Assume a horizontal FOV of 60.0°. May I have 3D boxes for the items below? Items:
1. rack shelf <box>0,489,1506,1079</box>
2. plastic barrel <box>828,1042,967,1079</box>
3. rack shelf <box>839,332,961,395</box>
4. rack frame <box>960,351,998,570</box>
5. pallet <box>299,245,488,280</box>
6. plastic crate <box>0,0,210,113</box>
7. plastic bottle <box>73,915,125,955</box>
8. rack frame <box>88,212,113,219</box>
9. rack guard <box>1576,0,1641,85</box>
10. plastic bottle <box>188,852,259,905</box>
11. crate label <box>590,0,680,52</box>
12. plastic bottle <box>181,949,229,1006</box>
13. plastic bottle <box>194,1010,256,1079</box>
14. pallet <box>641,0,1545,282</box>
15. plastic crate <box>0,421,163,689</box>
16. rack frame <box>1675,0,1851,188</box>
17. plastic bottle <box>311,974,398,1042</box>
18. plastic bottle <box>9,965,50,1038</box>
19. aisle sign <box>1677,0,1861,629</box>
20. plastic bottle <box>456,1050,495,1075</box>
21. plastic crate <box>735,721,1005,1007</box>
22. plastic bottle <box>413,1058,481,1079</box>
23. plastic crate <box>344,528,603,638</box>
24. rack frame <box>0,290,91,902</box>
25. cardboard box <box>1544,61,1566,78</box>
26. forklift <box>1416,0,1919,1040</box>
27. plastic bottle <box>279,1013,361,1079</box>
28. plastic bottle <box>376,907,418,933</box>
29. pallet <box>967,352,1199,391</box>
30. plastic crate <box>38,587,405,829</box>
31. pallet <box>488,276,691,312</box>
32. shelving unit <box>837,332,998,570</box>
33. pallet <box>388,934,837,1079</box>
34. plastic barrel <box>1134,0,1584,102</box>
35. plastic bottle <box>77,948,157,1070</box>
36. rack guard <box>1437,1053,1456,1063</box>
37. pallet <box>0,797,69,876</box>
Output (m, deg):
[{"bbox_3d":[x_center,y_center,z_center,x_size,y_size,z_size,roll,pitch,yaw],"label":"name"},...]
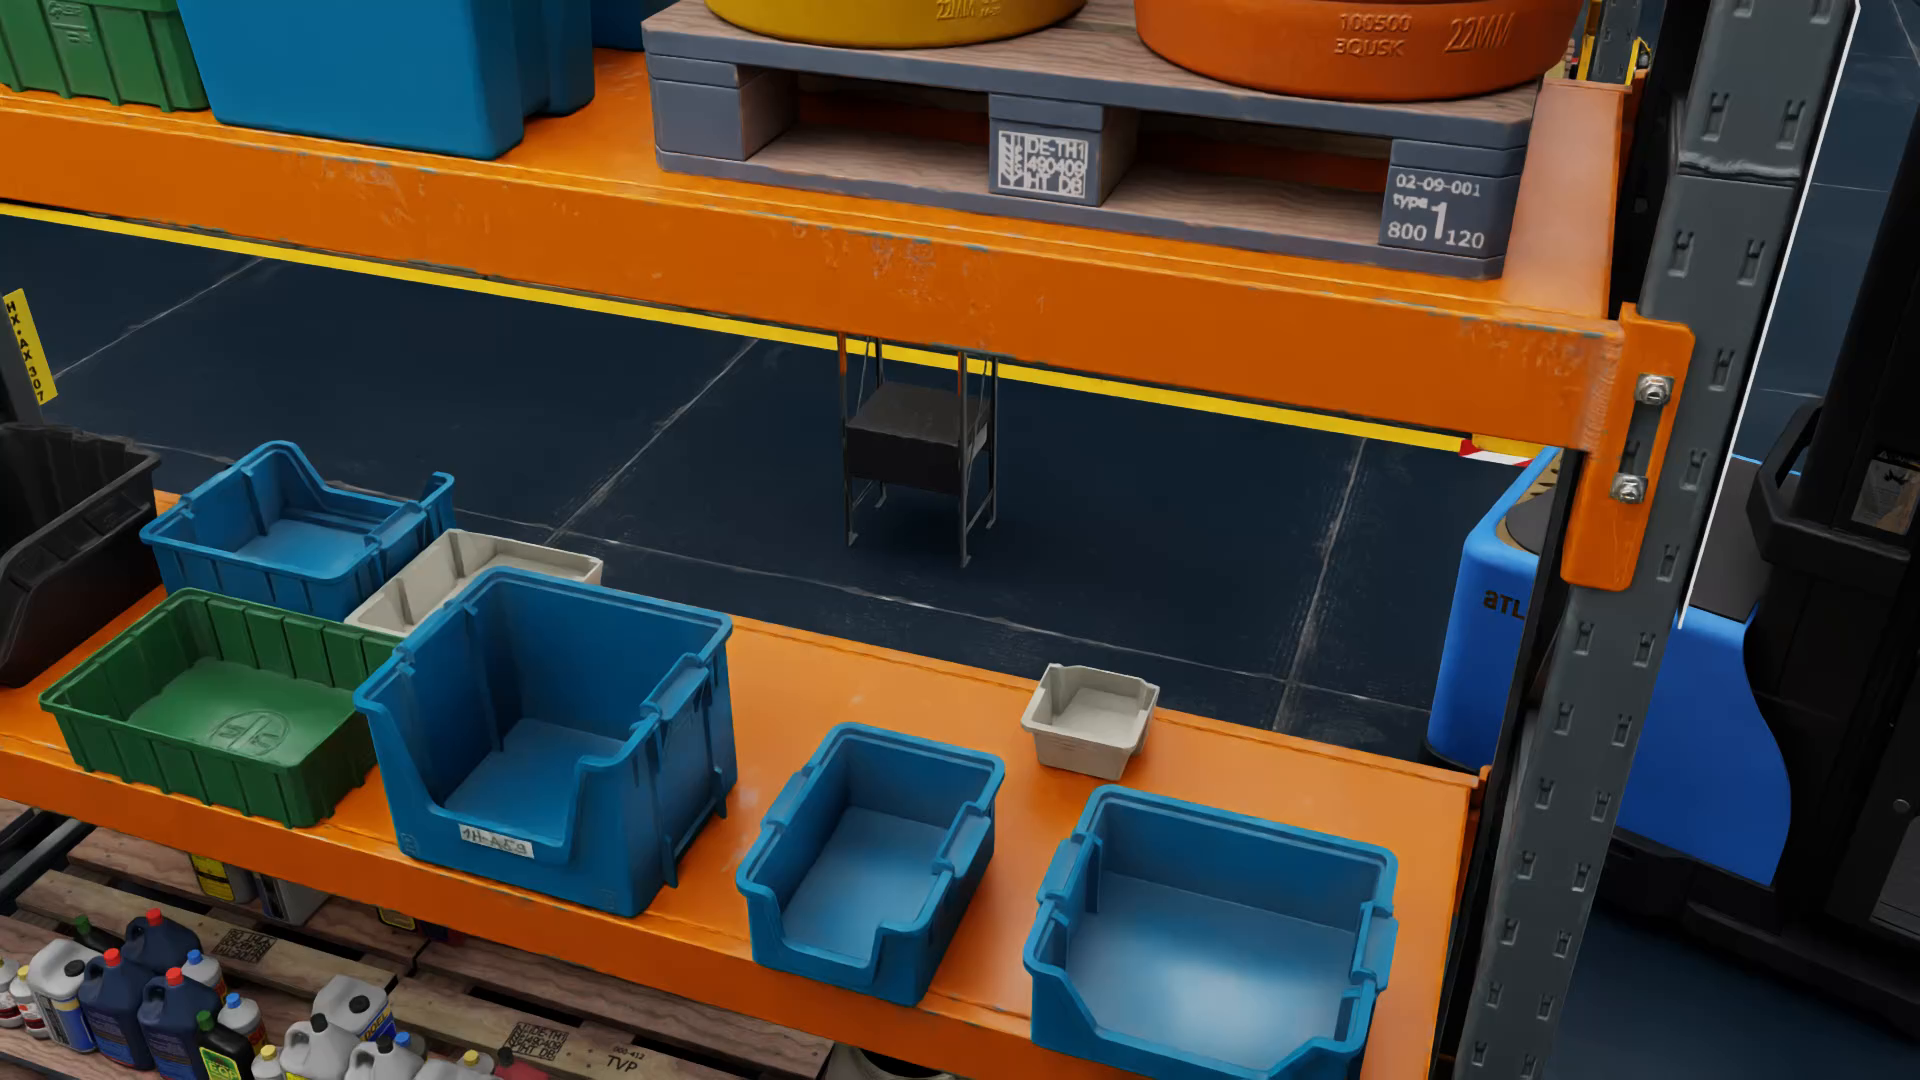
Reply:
[{"bbox_3d":[-0.859,0.546,3.802,4.000,0.370,1.077,11,34,16],"label":"rack shelf"},{"bbox_3d":[-0.094,1.305,3.869,0.421,0.512,0.421,0,33,0],"label":"plastic barrel"},{"bbox_3d":[-0.156,-0.901,6.235,0.480,0.518,0.431,11,34,16],"label":"rack shelf"},{"bbox_3d":[0.074,-0.868,6.158,0.015,2.100,0.400,11,34,16],"label":"rack frame"},{"bbox_3d":[-2.957,-1.844,9.411,1.213,0.211,1.003,11,34,16],"label":"pallet"},{"bbox_3d":[-1.348,-0.866,2.755,0.450,0.188,0.336,11,34,16],"label":"plastic crate"},{"bbox_3d":[-2.241,1.107,4.369,0.133,0.283,0.061,11,34,16],"label":"plastic bottle"},{"bbox_3d":[-4.836,-3.383,9.225,0.127,3.000,1.000,11,34,16],"label":"rack frame"},{"bbox_3d":[4.486,-3.379,11.522,0.348,0.500,1.175,11,34,16],"label":"rack guard"},{"bbox_3d":[-2.087,0.850,4.704,0.185,0.351,0.144,11,34,16],"label":"plastic bottle"},{"bbox_3d":[-0.627,-1.099,3.059,0.408,0.251,0.502,11,34,16],"label":"crate label"},{"bbox_3d":[-1.945,1.164,4.292,0.097,0.271,0.097,0,33,0],"label":"plastic bottle"},{"bbox_3d":[-1.803,1.280,4.101,0.133,0.283,0.061,13,35,19],"label":"plastic bottle"},{"bbox_3d":[0.278,-0.772,2.590,1.213,0.211,1.003,11,34,16],"label":"pallet"},{"bbox_3d":[-2.292,0.065,3.942,0.504,0.338,0.767,11,34,16],"label":"plastic crate"},{"bbox_3d":[1.024,-1.911,1.413,0.127,3.000,1.000,11,34,16],"label":"rack frame"},{"bbox_3d":[-1.518,1.229,4.187,0.135,0.276,0.152,11,34,16],"label":"plastic bottle"},{"bbox_3d":[-2.398,1.188,4.319,0.097,0.201,0.097,0,33,0],"label":"plastic bottle"},{"bbox_3d":[0.991,-0.318,2.080,0.004,0.787,0.394,11,34,16],"label":"aisle sign"},{"bbox_3d":[-1.187,1.336,4.090,0.097,0.201,0.097,0,33,0],"label":"plastic bottle"},{"bbox_3d":[-0.158,0.612,3.174,0.408,0.251,0.499,11,34,16],"label":"plastic crate"},{"bbox_3d":[-1.212,1.371,3.966,0.135,0.276,0.152,10,34,15],"label":"plastic bottle"},{"bbox_3d":[-1.128,0.156,3.986,0.437,0.136,0.530,11,34,16],"label":"plastic crate"},{"bbox_3d":[-2.742,-0.122,4.174,0.127,3.000,1.000,11,34,16],"label":"rack frame"},{"bbox_3d":[2.507,-1.988,7.295,0.250,0.149,0.380,11,34,16],"label":"cardboard box"},{"bbox_3d":[2.939,-0.075,4.164,3.031,2.935,1.130,21,39,30],"label":"forklift"},{"bbox_3d":[-1.544,1.278,4.042,0.185,0.351,0.144,11,34,16],"label":"plastic bottle"},{"bbox_3d":[-1.564,0.956,4.602,0.133,0.283,0.061,11,34,16],"label":"plastic bottle"},{"bbox_3d":[0.726,-1.153,8.341,1.213,0.211,1.003,11,34,16],"label":"pallet"},{"bbox_3d":[-1.559,0.359,3.623,0.662,0.188,0.450,11,34,16],"label":"plastic crate"},{"bbox_3d":[-1.804,-1.622,9.067,1.213,0.211,1.003,11,34,16],"label":"pallet"},{"bbox_3d":[-0.156,-0.912,6.227,0.503,2.100,0.431,11,34,16],"label":"shelving unit"},{"bbox_3d":[-0.971,1.416,4.363,1.213,0.211,1.003,11,34,16],"label":"pallet"},{"bbox_3d":[0.523,-1.031,2.033,0.708,0.830,0.600,11,34,16],"label":"plastic barrel"},{"bbox_3d":[-2.122,1.165,4.216,0.185,0.351,0.144,12,35,18],"label":"plastic bottle"},{"bbox_3d":[0.936,1.670,3.703,0.348,0.500,1.175,11,34,16],"label":"rack guard"},{"bbox_3d":[-3.494,0.925,5.122,1.213,0.211,1.003,11,34,16],"label":"pallet"}]
